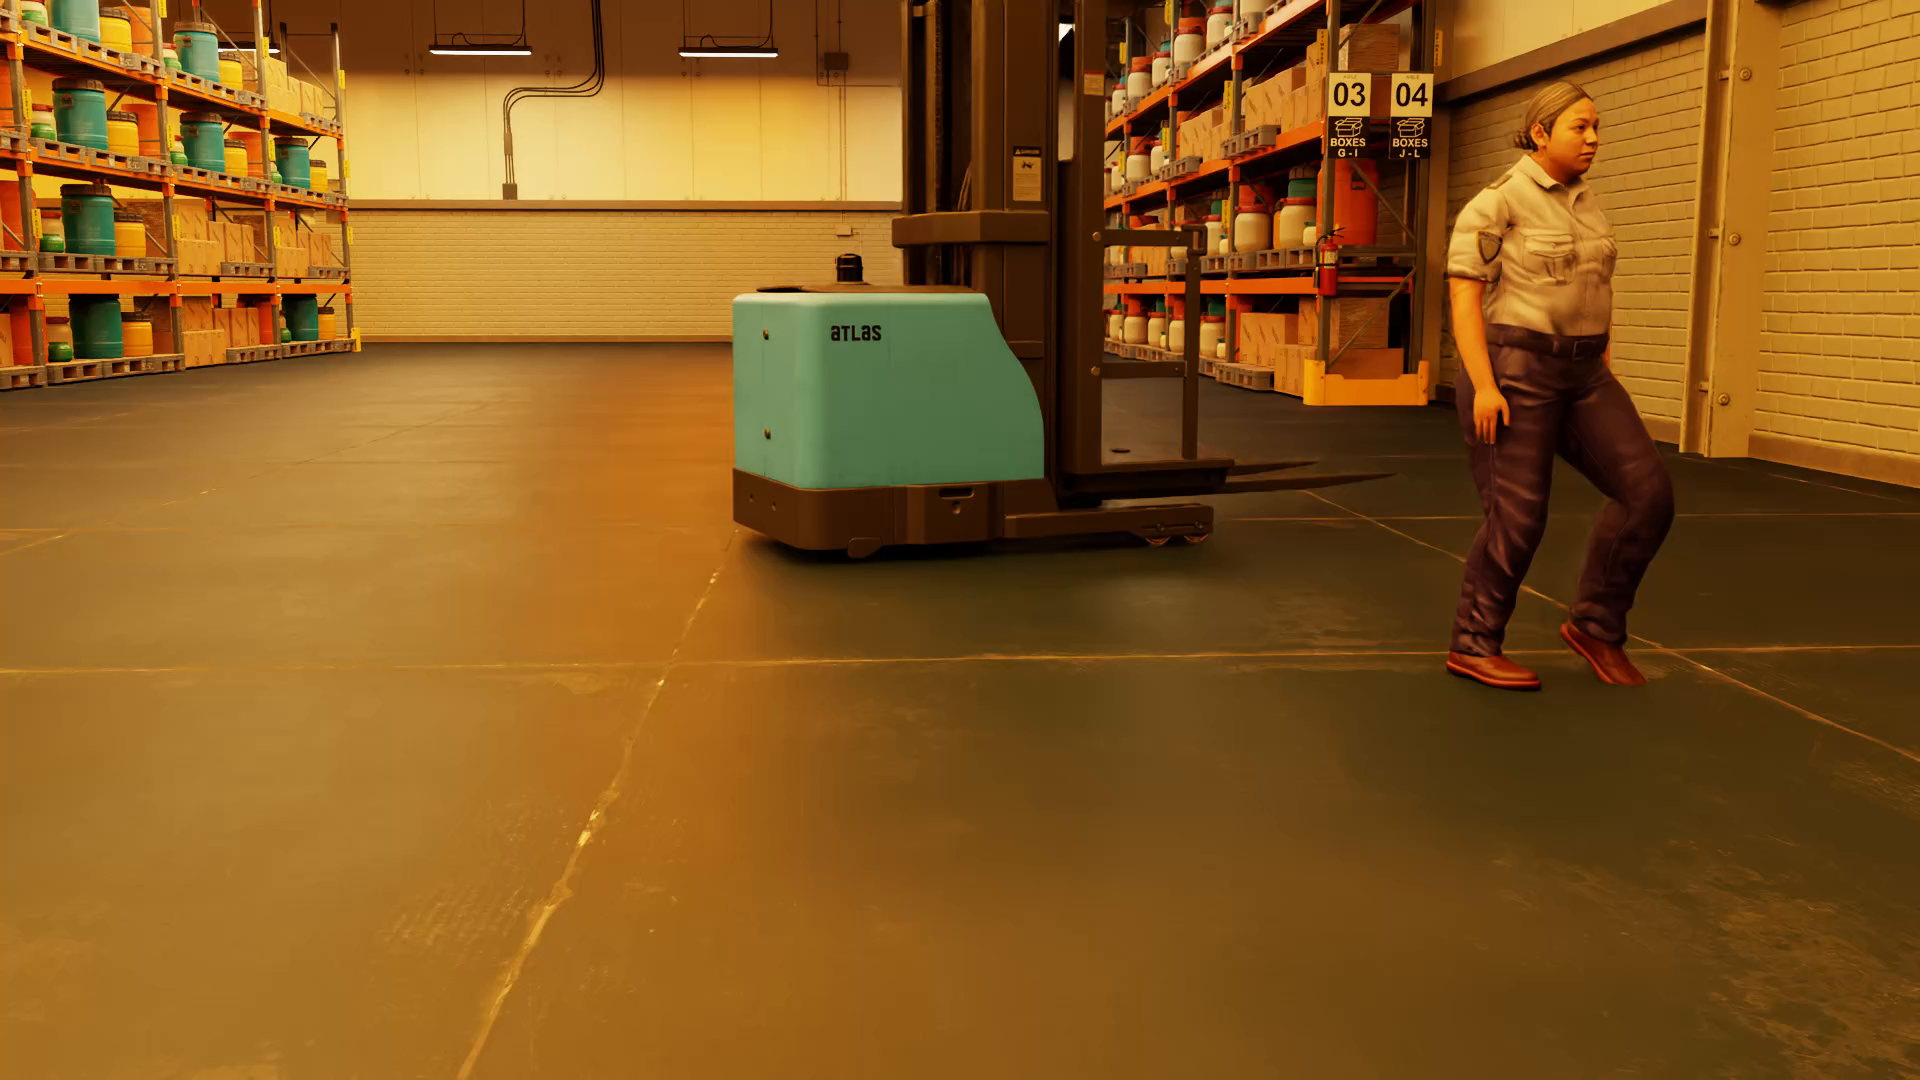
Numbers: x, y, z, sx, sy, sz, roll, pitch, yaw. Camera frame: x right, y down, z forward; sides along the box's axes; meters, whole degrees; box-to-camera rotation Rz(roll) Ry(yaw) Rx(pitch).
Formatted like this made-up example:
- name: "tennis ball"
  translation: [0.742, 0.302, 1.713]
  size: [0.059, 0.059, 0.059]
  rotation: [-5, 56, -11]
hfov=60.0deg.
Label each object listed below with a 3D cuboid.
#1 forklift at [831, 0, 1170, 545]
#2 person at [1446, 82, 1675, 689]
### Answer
- name: "forklift"
  translation: [0.552, -1.495, 7.397]
  size: [3.031, 2.935, 1.121]
  rotation: [-4, 9, -24]
- name: "person"
  translation: [1.613, -0.375, 4.512]
  size: [0.578, 1.665, 0.478]
  rotation: [-5, 10, -29]
